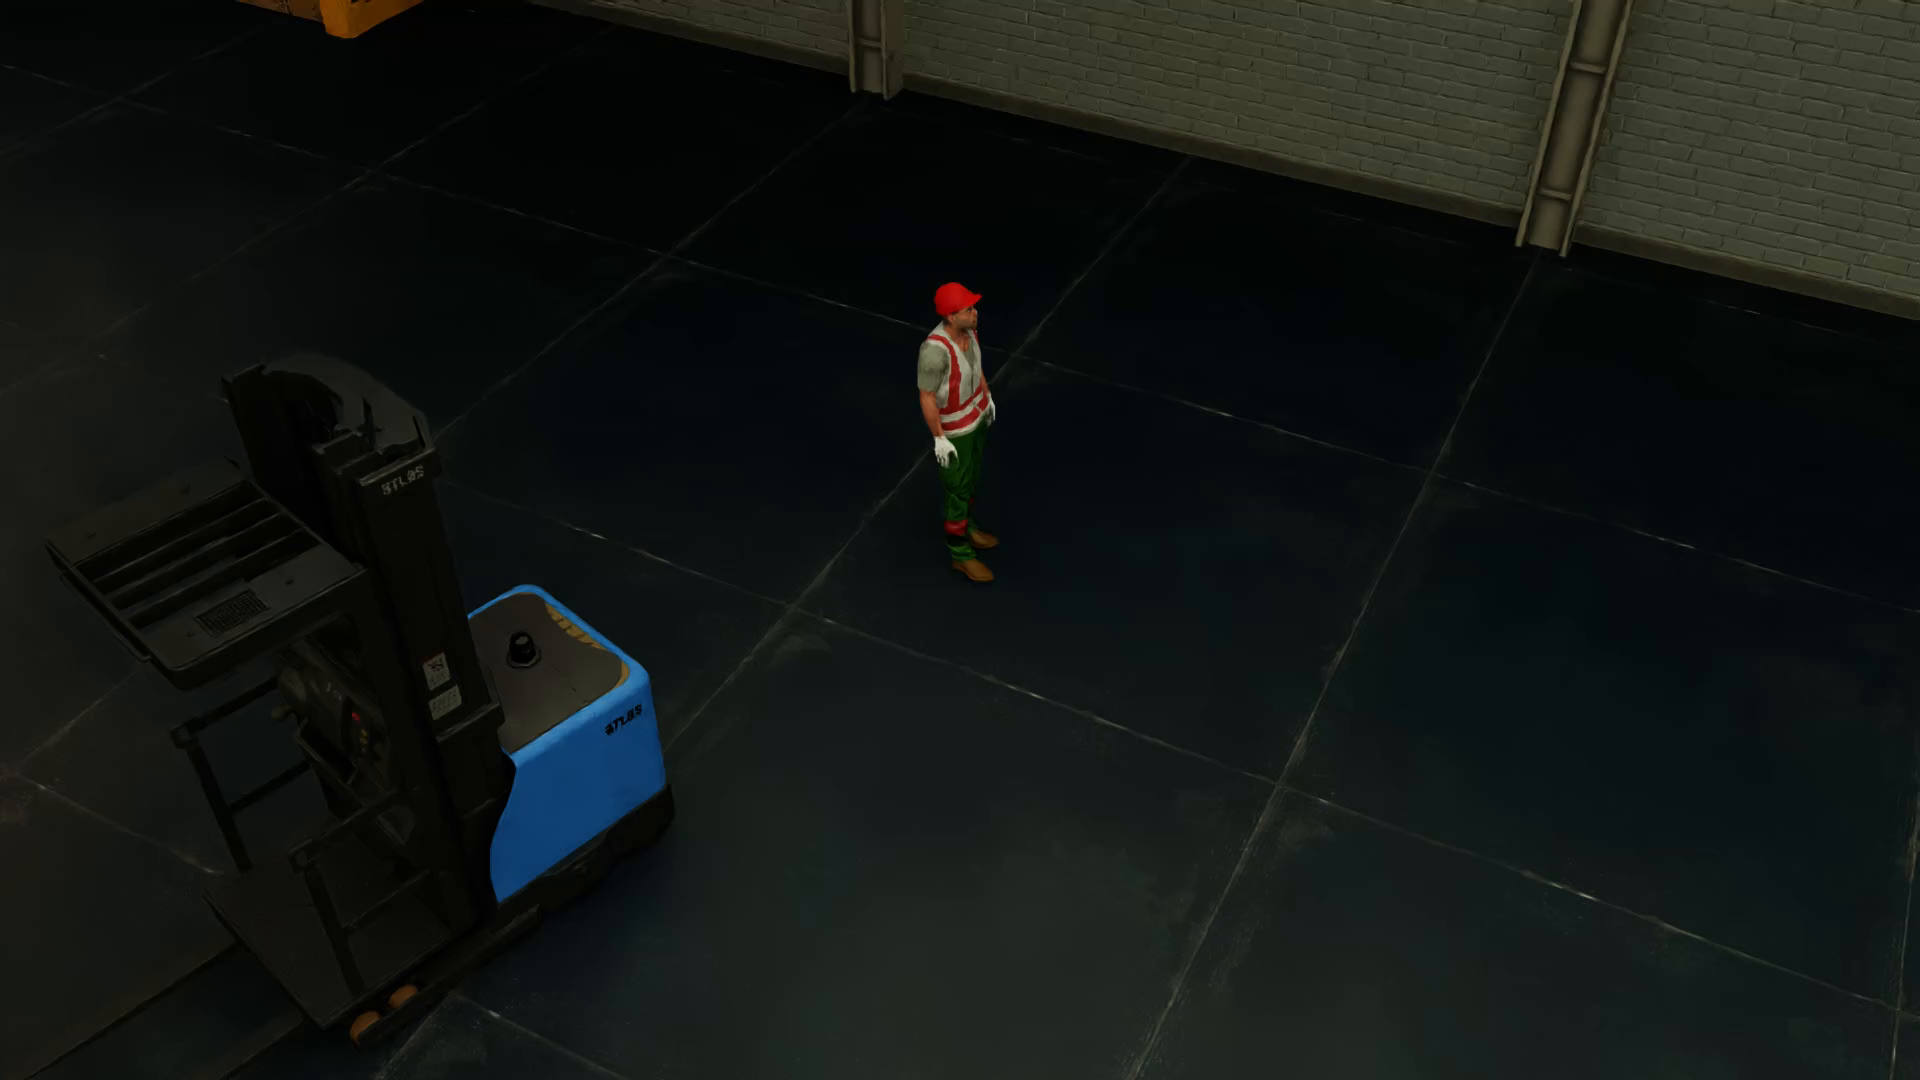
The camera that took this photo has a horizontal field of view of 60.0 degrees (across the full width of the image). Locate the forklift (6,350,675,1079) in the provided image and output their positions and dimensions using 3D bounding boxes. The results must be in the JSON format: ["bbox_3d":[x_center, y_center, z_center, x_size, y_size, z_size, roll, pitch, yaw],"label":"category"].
[{"bbox_3d":[-2.837,0.800,7.037,1.130,2.935,3.031,31,49,32],"label":"forklift"}]

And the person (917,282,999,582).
[{"bbox_3d":[0.066,-0.659,9.645,0.563,1.787,0.637,18,43,21],"label":"person"}]
